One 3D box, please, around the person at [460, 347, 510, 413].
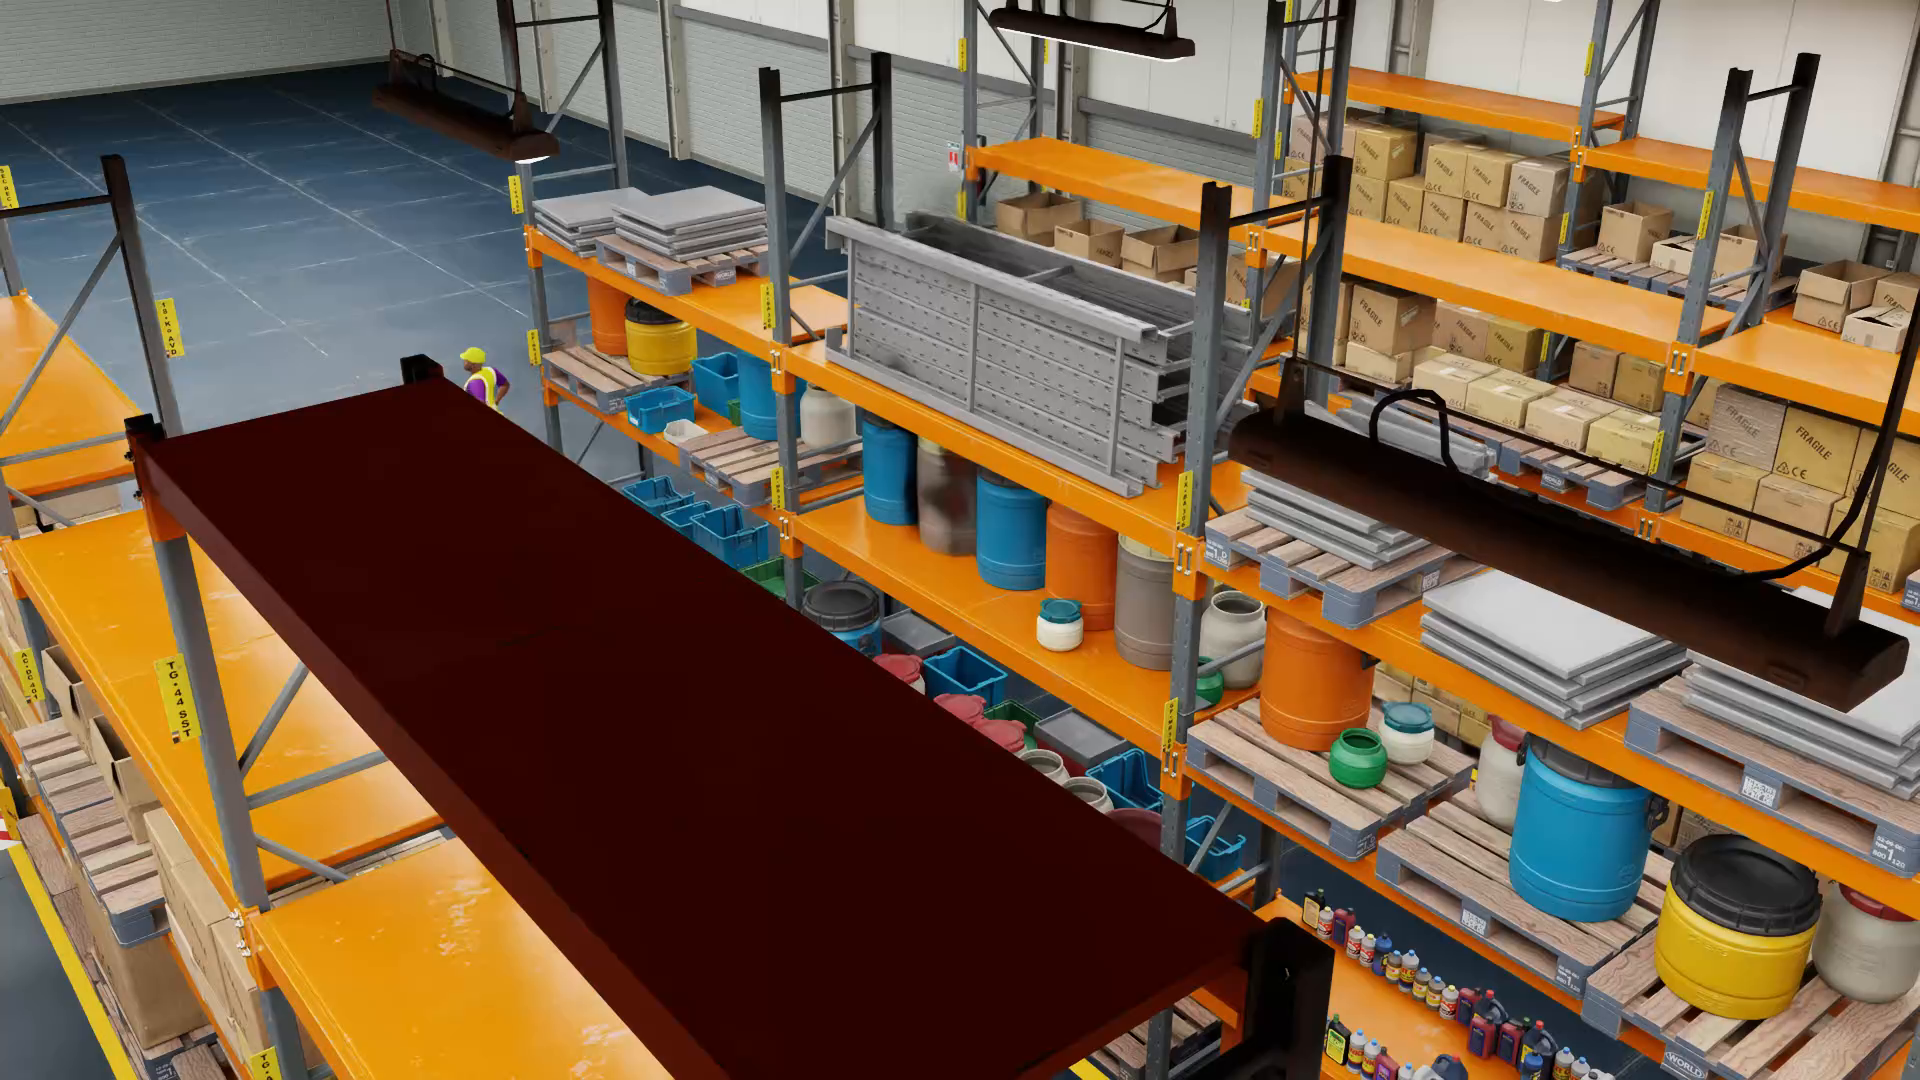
[{"bbox_3d":[-5.403,-1.329,18.974,0.909,1.794,0.667,-4,26,-8],"label":"person"}]
